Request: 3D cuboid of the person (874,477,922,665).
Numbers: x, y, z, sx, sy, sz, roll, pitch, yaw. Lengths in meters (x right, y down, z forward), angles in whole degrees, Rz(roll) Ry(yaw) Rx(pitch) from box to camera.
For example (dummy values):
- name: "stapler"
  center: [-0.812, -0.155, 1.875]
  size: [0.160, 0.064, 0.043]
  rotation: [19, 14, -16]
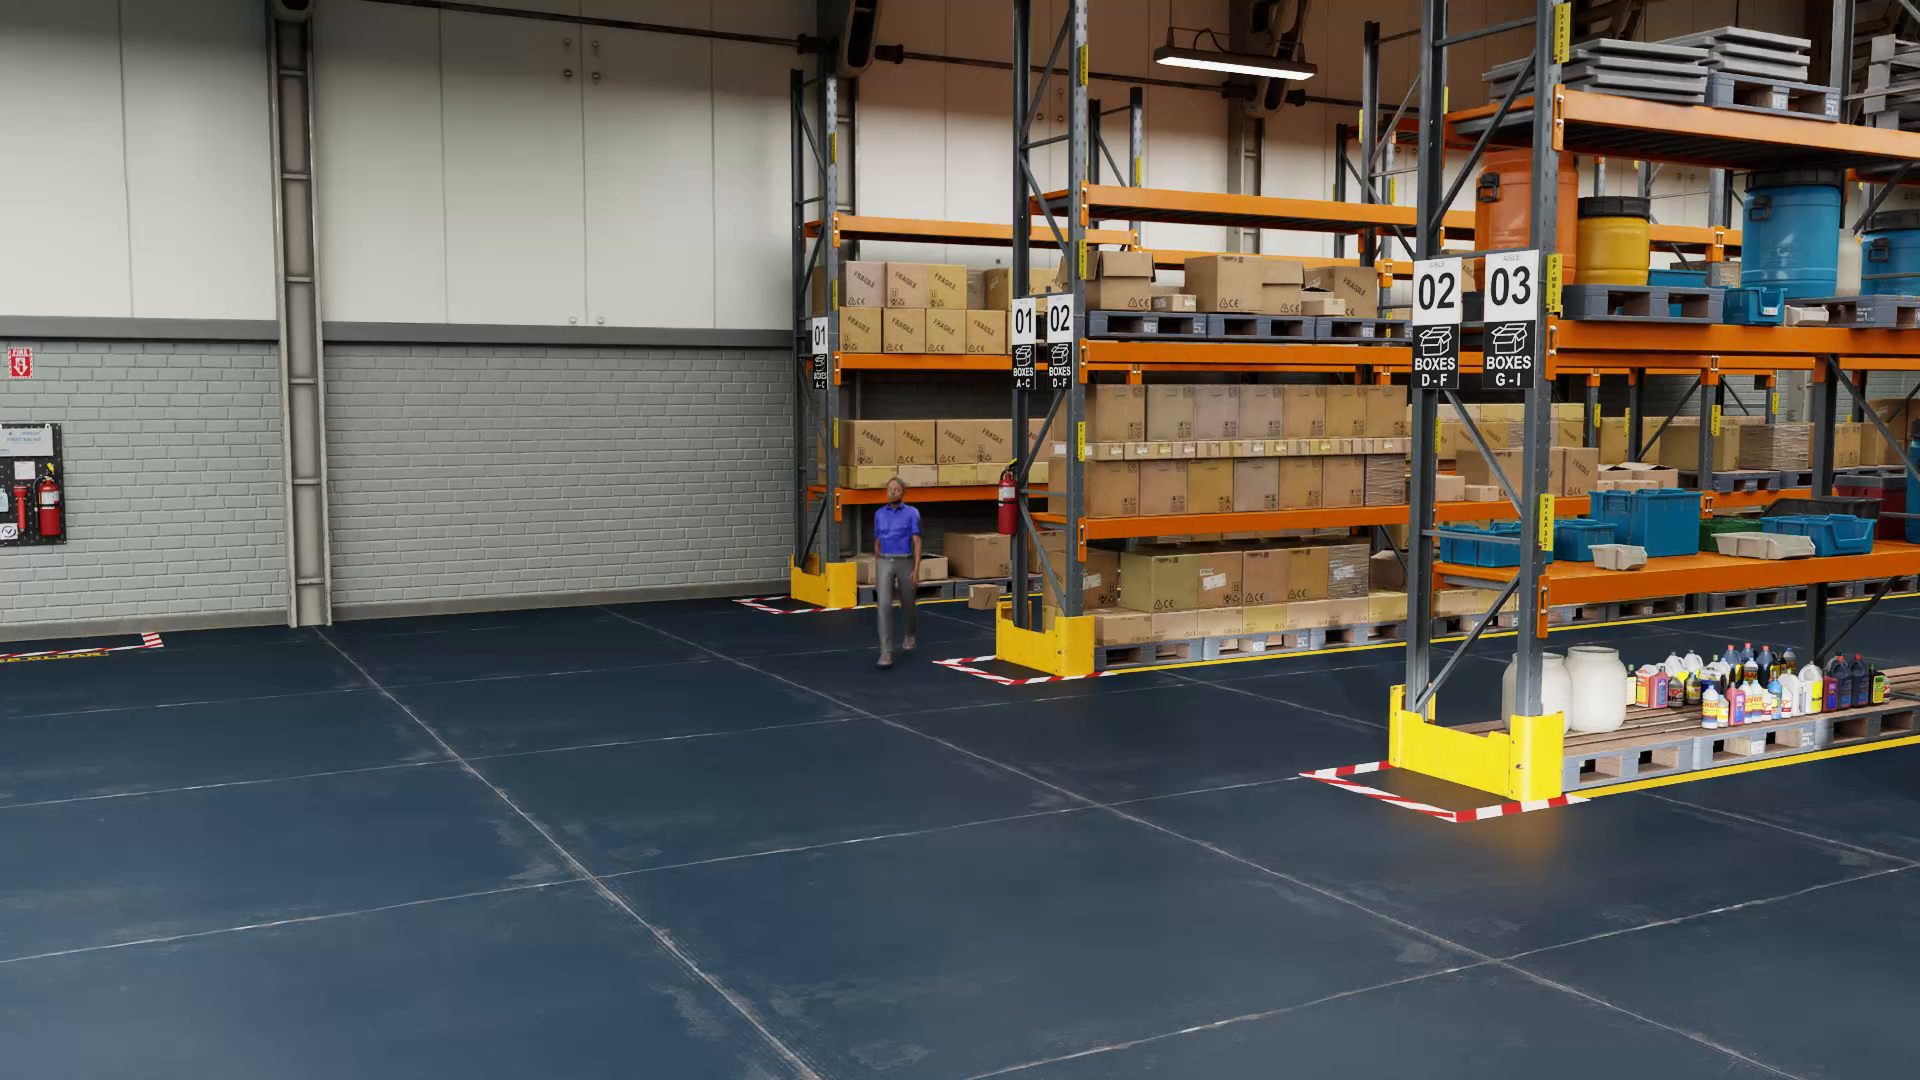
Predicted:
- name: "person"
  center: [-0.548, 0.263, 14.651]
  size: [0.443, 1.596, 0.886]
  rotation: [0, 5, 5]
